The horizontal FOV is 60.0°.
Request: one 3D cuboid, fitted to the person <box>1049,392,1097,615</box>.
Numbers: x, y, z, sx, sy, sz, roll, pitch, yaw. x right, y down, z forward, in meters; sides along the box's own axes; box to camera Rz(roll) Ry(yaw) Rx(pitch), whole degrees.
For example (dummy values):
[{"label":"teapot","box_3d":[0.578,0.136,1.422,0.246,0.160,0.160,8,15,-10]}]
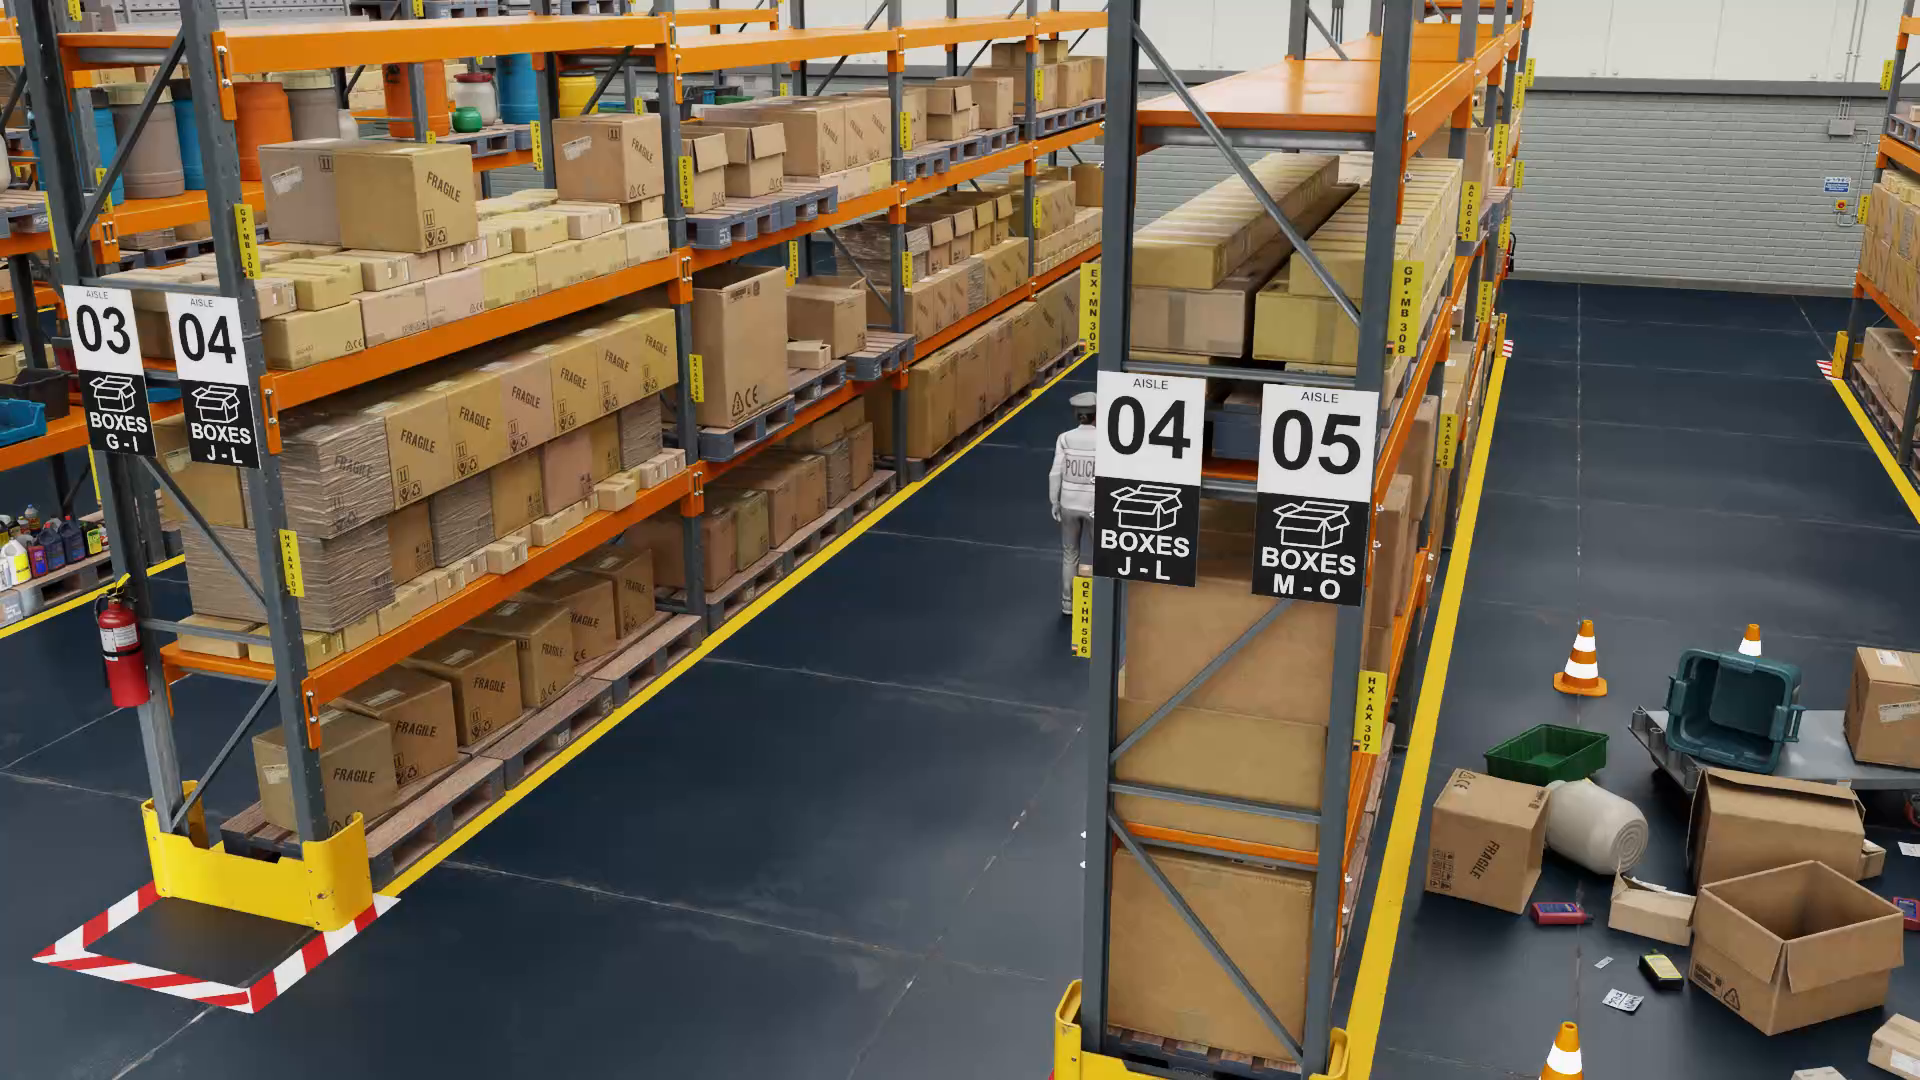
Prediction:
[{"label":"person","box_3d":[0.925,-0.244,12.275,0.539,1.663,0.377,6,20,17]}]
